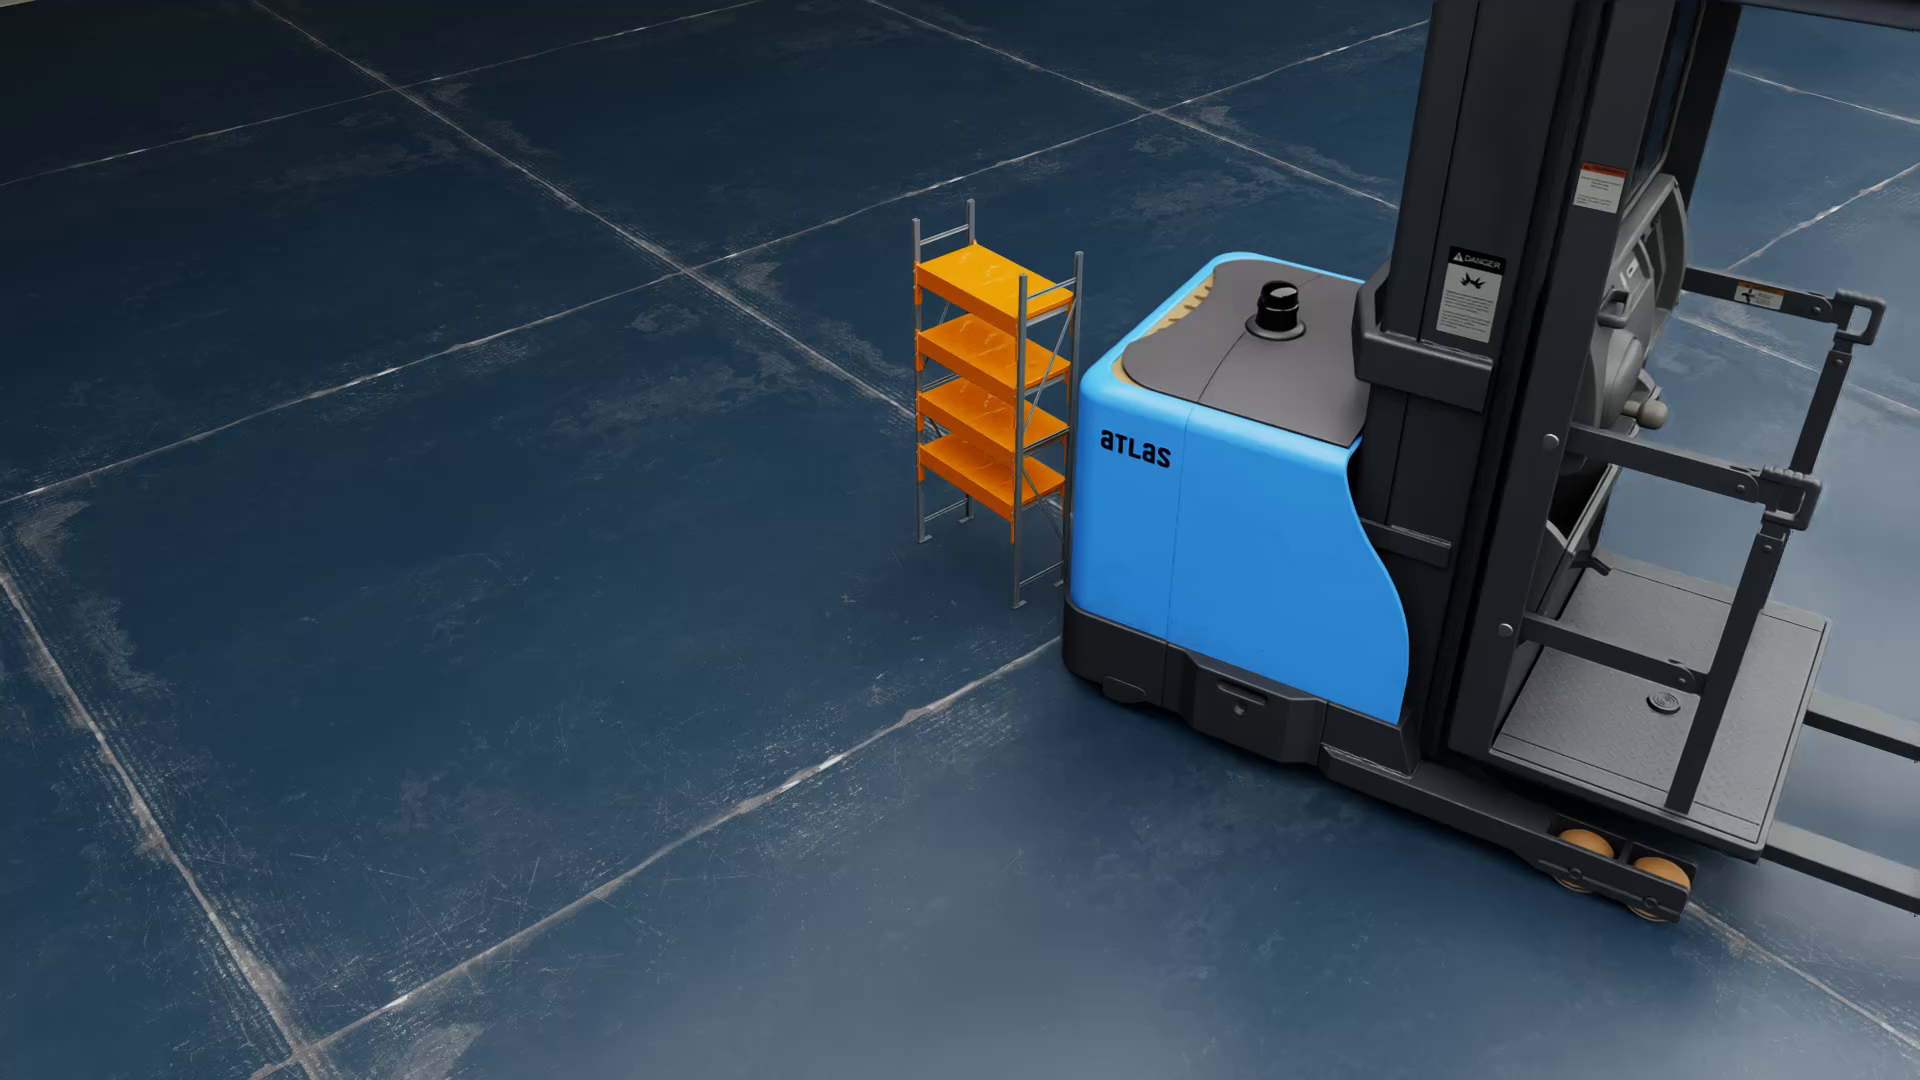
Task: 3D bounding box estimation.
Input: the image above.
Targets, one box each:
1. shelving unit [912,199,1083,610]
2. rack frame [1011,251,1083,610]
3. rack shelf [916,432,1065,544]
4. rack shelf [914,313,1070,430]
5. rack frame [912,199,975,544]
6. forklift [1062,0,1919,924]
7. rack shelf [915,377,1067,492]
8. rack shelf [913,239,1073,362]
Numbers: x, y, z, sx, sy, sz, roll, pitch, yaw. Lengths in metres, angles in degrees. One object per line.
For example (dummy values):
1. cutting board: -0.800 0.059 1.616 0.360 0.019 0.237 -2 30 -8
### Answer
1. shelving unit: 0.107 -0.417 5.300 0.258 1.200 0.503 -26 43 -32
2. rack frame: 0.264 -0.309 5.148 0.240 1.200 0.015 -26 43 -32
3. rack shelf: 0.107 -0.200 5.454 0.258 0.148 0.480 -26 43 -32
4. rack shelf: 0.107 -0.544 5.210 0.258 0.148 0.480 -26 43 -32
5. rack frame: -0.051 -0.524 5.452 0.240 1.200 0.015 -26 43 -32
6. forklift: 1.837 -0.554 3.996 3.031 2.935 1.130 20 40 25
7. rack shelf: 0.107 -0.362 5.339 0.258 0.148 0.480 -26 43 -32
8. rack shelf: 0.107 -0.737 5.073 0.258 0.148 0.480 -26 43 -32
